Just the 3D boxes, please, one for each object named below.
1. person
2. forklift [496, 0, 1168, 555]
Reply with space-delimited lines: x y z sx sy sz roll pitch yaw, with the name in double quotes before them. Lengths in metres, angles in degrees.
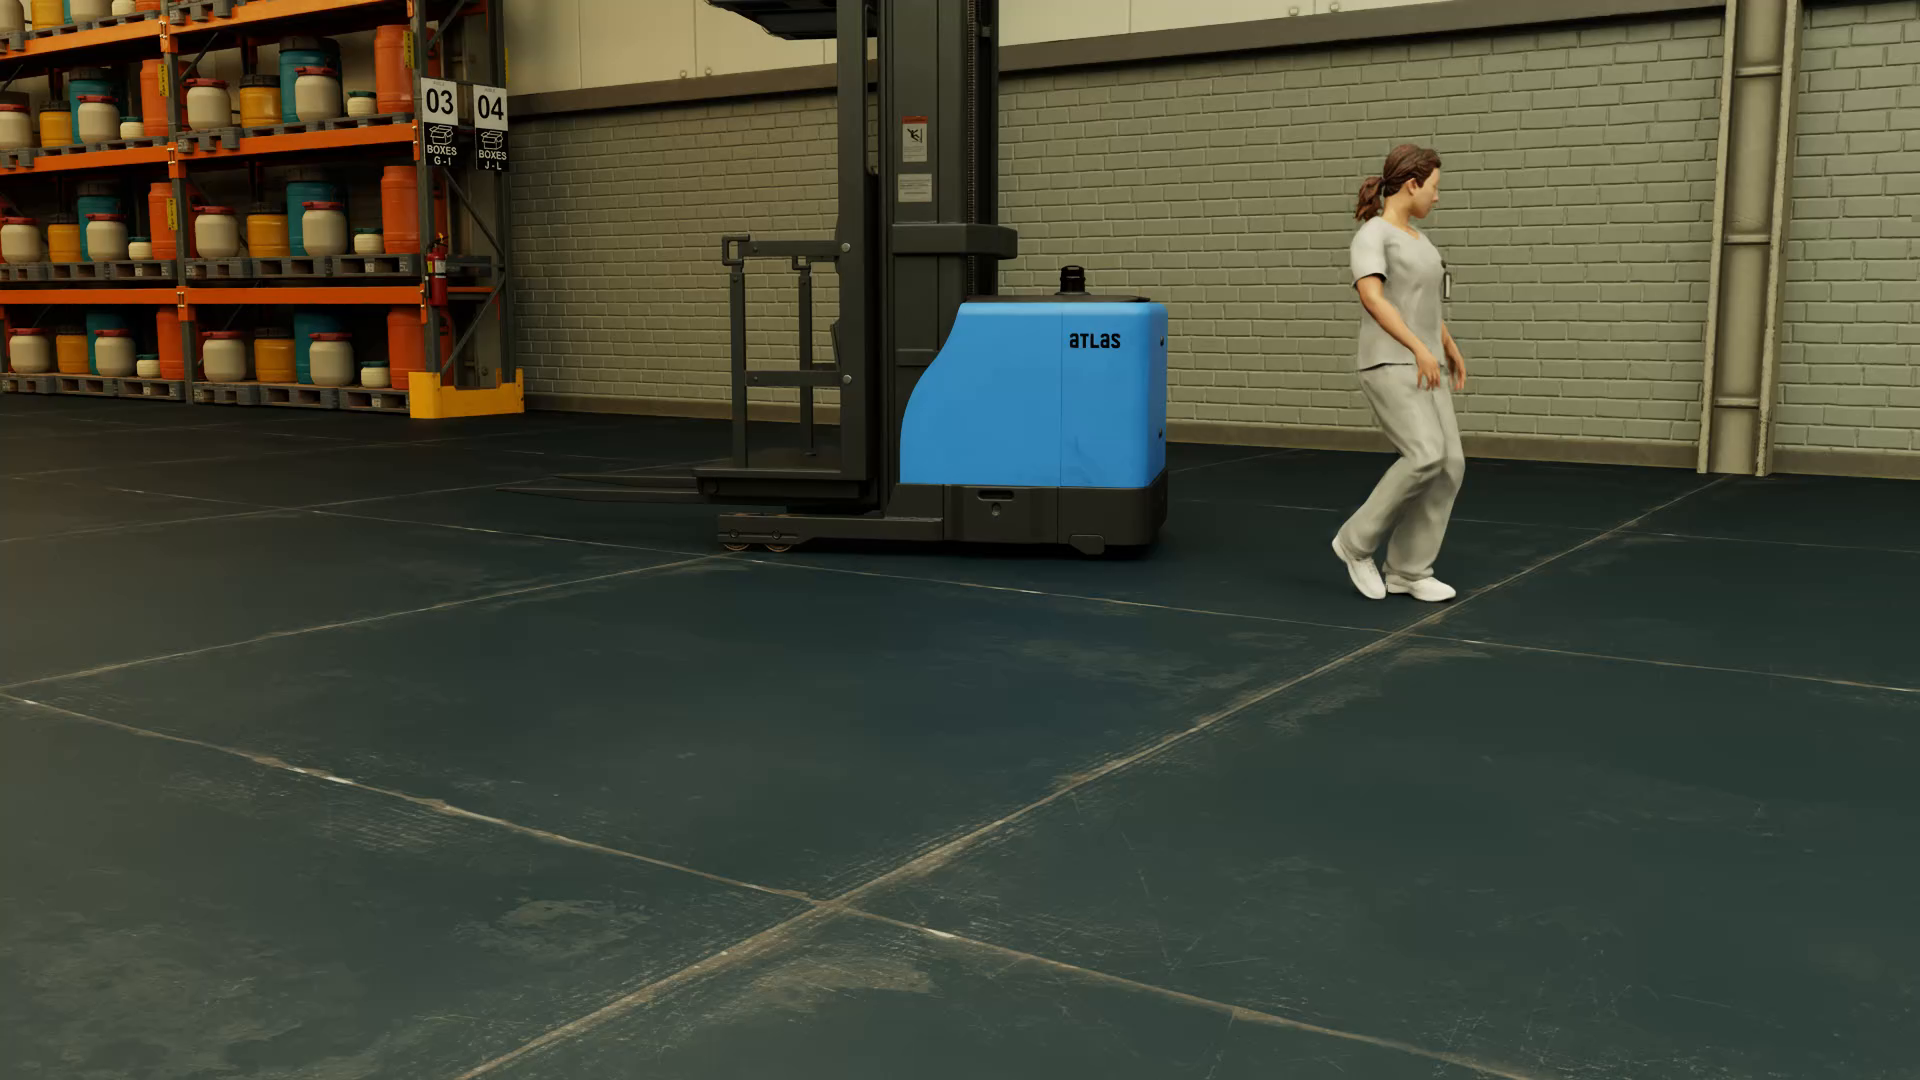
"person" 1.673 -0.611 6.083 0.670 1.644 0.463 -7 11 -41
"forklift" -0.596 -1.469 7.520 3.031 2.935 1.130 2 8 12
